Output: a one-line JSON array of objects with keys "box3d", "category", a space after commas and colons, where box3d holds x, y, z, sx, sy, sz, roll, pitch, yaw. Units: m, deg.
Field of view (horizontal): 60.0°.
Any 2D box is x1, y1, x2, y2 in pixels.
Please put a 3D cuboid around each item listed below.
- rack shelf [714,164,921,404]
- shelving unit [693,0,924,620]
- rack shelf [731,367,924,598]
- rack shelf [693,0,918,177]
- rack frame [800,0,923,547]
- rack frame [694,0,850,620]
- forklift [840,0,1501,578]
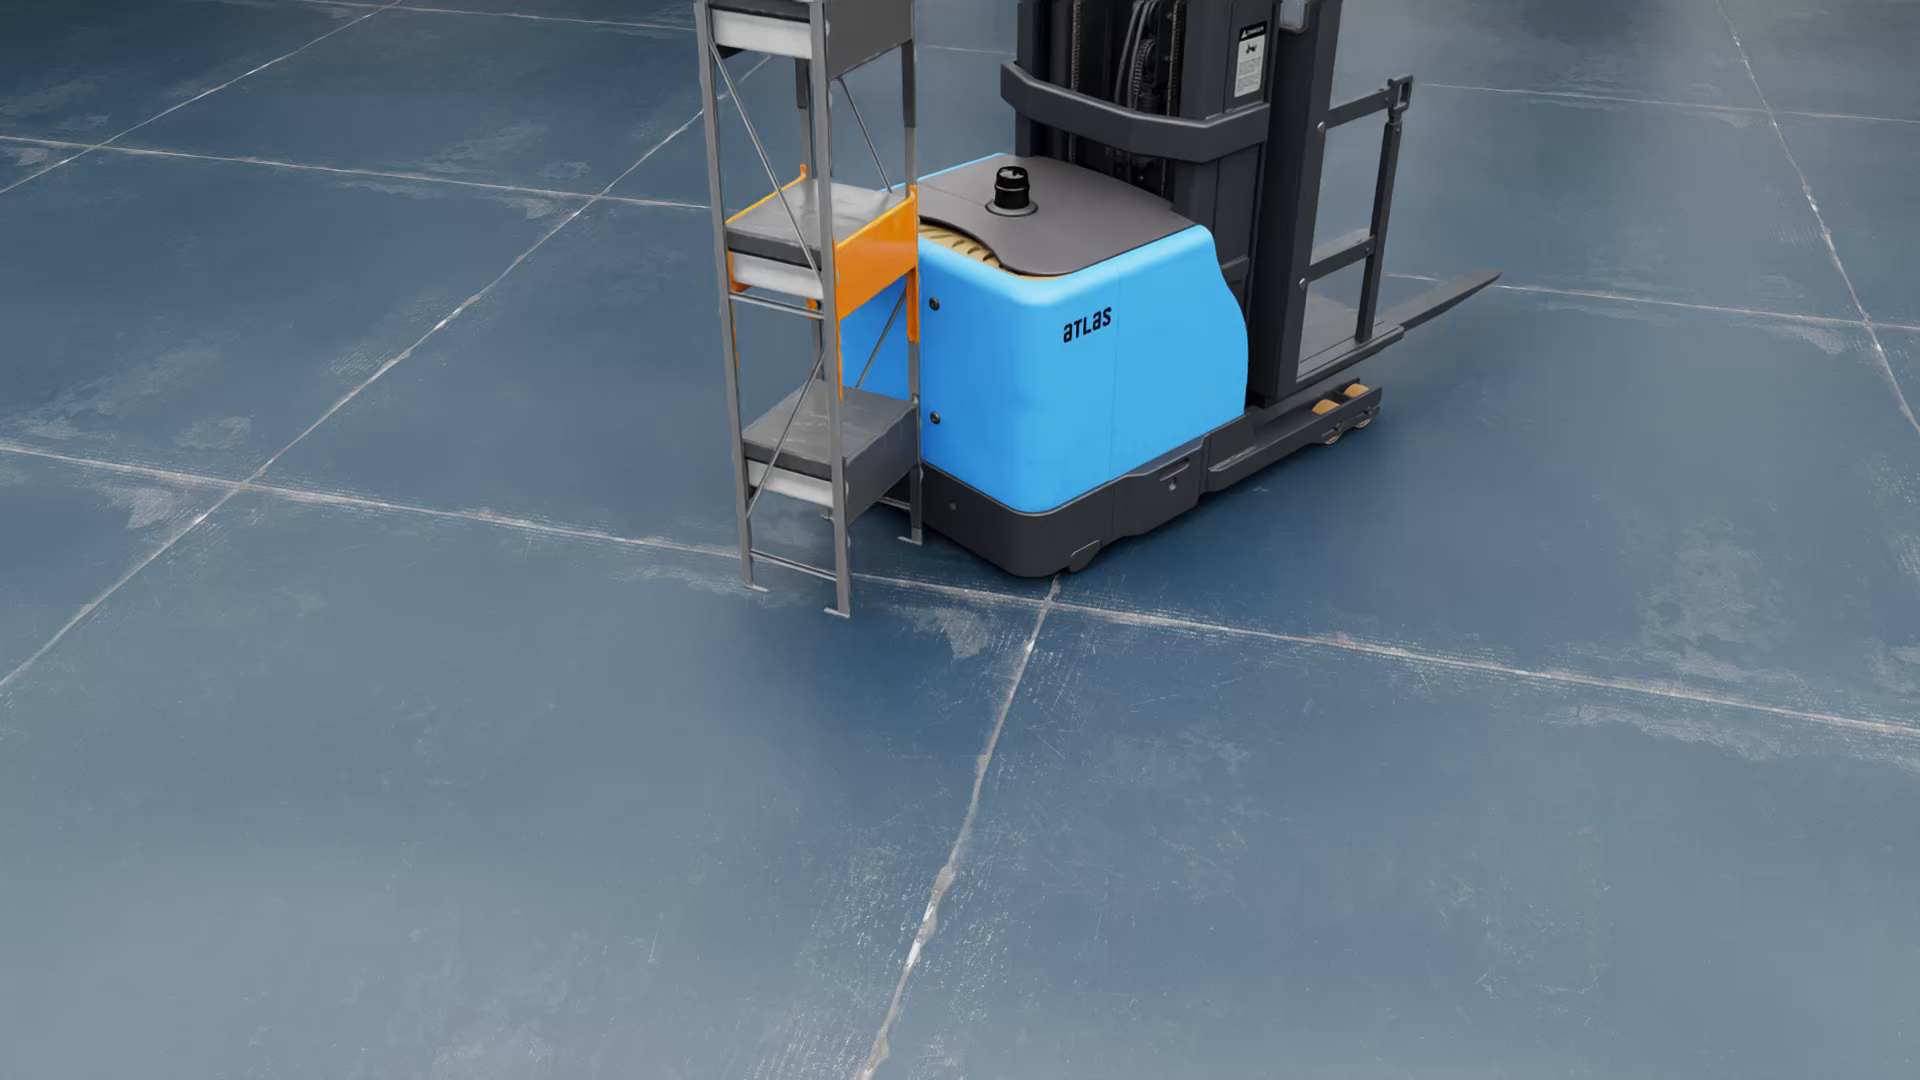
[{"box3d": [-0.422, -0.787, 5.056, 0.431, 0.518, 0.480, 16, 36, 23], "category": "rack shelf"}, {"box3d": [-0.422, -0.799, 5.049, 0.431, 2.100, 0.503, 16, 36, 23], "category": "shelving unit"}, {"box3d": [-0.422, -0.196, 5.432, 0.431, 0.518, 0.480, 16, 36, 23], "category": "rack shelf"}, {"box3d": [-0.422, -1.378, 4.681, 0.431, 0.518, 0.480, 16, 36, 23], "category": "rack shelf"}, {"box3d": [-0.309, -0.915, 5.231, 0.400, 2.100, 0.015, 16, 36, 23], "category": "rack frame"}, {"box3d": [-0.535, -0.683, 4.866, 0.400, 2.100, 0.015, 16, 36, 23], "category": "rack frame"}, {"box3d": [0.990, -1.786, 5.827, 3.031, 2.935, 1.130, -26, 41, -35], "category": "forklift"}]
